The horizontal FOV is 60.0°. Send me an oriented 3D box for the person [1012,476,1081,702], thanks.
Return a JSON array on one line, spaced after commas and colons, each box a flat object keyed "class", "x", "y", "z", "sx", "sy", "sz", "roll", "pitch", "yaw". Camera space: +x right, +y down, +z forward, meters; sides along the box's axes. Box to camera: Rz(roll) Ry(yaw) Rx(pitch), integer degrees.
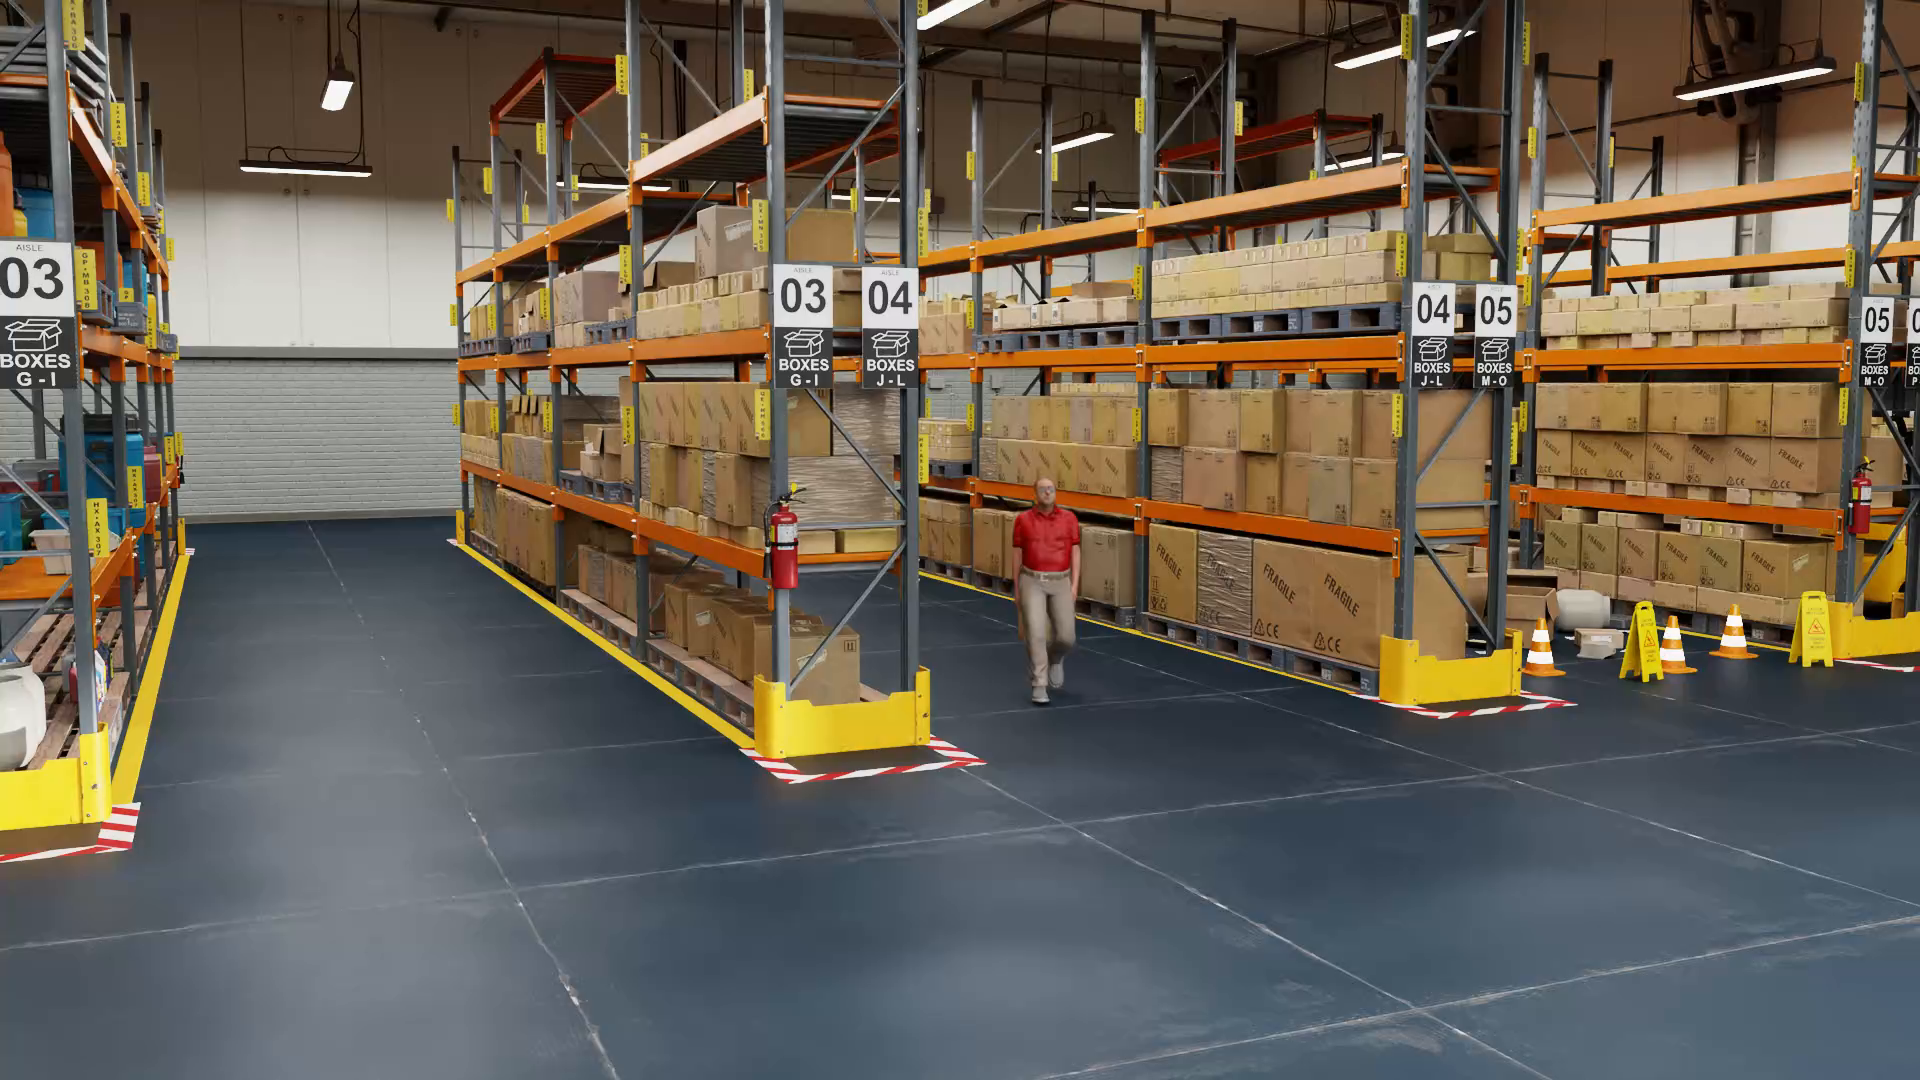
[{"class": "person", "x": 0.666, "y": 0.361, "z": 12.832, "sx": 0.535, "sy": 1.705, "sz": 0.633, "roll": 0, "pitch": 5, "yaw": -3}]
